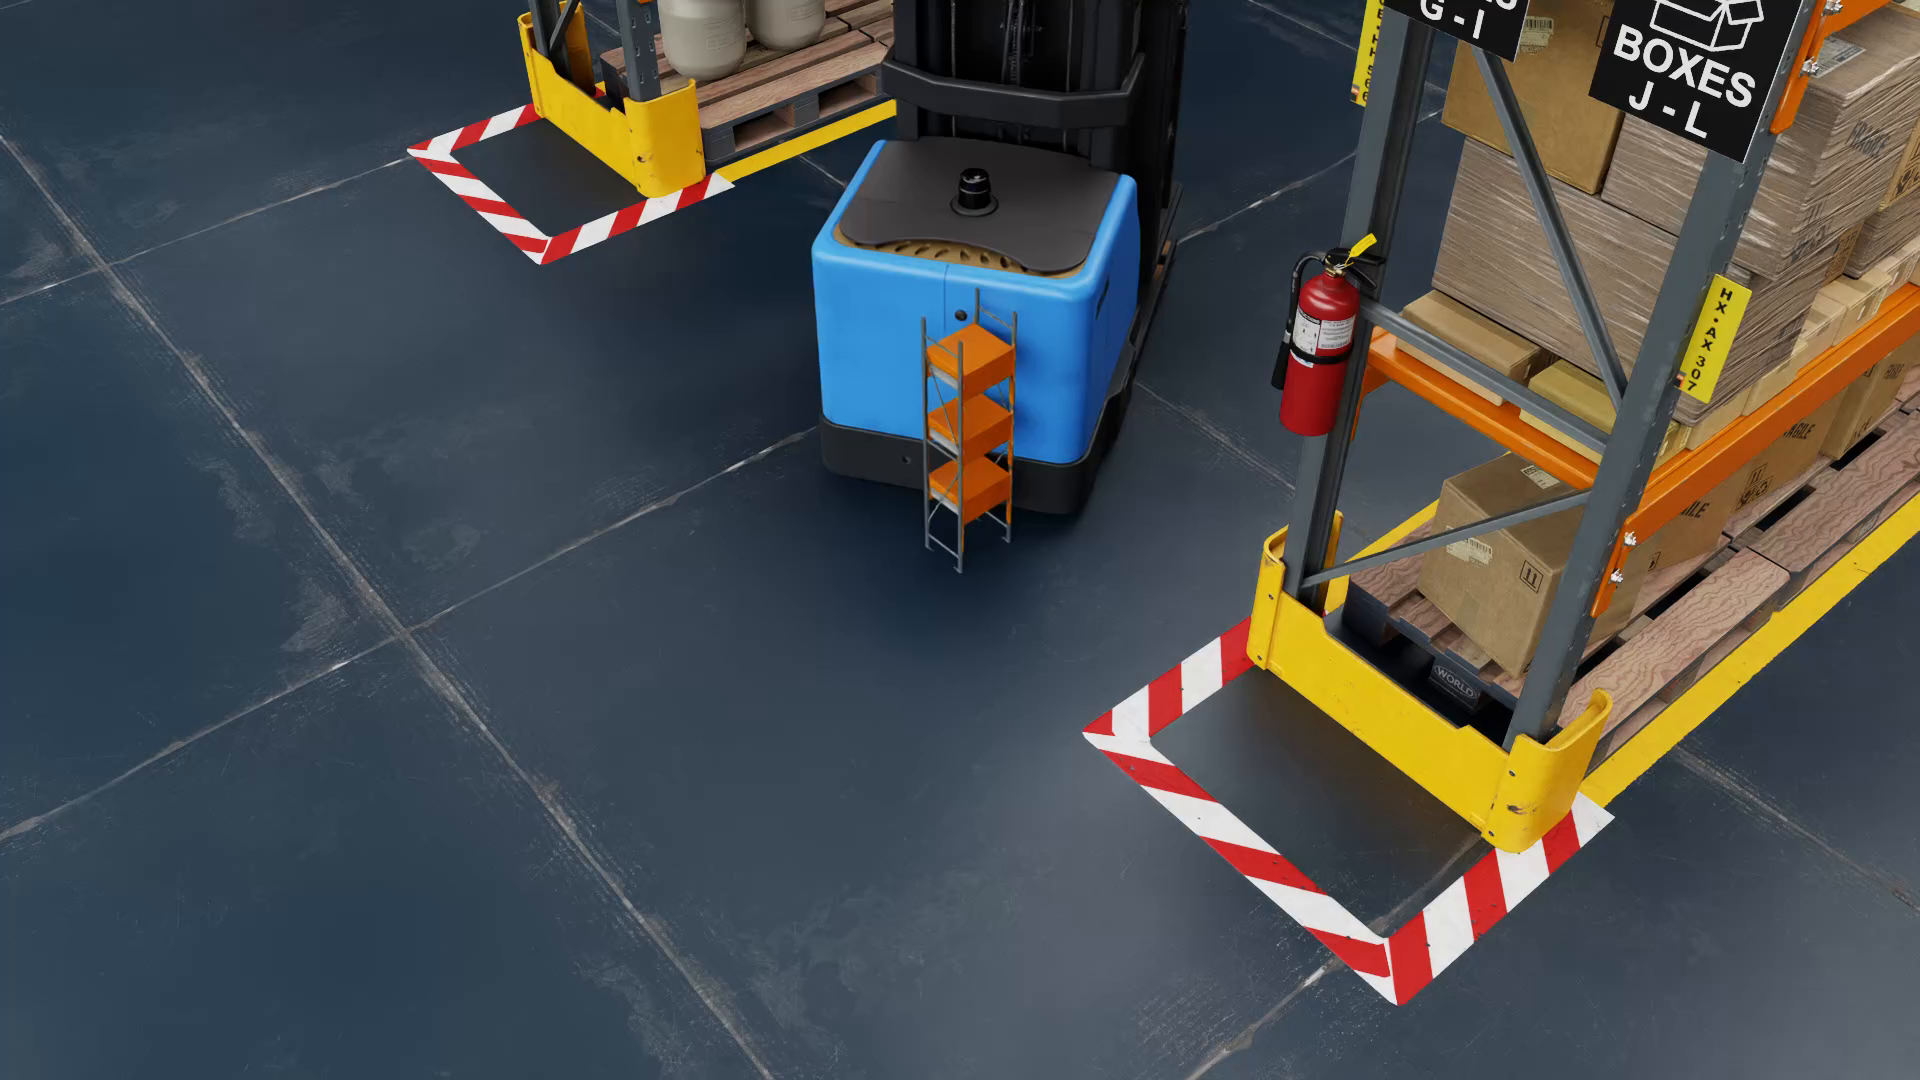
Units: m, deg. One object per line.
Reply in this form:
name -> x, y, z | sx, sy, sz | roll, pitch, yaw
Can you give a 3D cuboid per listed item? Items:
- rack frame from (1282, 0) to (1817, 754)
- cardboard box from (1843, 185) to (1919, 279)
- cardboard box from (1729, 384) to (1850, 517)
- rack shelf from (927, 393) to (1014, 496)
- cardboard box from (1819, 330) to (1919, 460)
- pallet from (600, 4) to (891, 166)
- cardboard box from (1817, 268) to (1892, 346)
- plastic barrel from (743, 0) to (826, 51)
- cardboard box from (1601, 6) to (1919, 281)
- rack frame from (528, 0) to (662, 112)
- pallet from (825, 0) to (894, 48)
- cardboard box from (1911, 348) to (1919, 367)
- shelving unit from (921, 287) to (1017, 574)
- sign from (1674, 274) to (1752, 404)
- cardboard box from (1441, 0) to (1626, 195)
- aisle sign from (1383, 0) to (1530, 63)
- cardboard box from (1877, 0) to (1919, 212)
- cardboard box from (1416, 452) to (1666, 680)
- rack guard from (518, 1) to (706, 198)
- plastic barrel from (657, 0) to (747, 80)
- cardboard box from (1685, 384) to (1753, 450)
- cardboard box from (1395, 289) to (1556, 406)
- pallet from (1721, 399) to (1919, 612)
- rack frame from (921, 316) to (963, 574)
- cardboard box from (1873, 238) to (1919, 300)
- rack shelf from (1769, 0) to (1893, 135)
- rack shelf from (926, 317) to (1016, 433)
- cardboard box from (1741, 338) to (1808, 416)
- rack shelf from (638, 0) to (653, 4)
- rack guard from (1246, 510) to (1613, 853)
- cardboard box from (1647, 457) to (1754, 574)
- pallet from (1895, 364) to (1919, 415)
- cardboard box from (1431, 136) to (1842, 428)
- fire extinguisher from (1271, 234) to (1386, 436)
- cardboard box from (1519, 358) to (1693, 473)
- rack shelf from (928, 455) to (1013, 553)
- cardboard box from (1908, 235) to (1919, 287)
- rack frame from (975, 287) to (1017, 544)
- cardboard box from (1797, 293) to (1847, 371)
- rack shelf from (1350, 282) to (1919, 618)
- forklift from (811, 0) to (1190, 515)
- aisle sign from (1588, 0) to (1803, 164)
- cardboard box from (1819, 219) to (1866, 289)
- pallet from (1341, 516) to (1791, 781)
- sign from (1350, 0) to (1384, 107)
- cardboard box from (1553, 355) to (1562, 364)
rack frame -> 1.426, -0.443, 4.531 | 0.127, 3.000, 1.000 | -30, 51, -28
cardboard box -> 2.583, -1.294, 5.147 | 0.500, 0.500, 0.875 | -30, 51, -28
cardboard box -> 2.844, -0.496, 6.106 | 0.500, 0.500, 0.500 | -25, 49, -24
rack shelf -> 0.030, -0.357, 5.878 | 0.240, 0.259, 0.215 | -32, 52, -29
cardboard box -> 3.301, -0.718, 6.342 | 0.500, 0.500, 0.500 | 34, 53, 31
pallet -> -1.097, -2.439, 8.693 | 1.213, 0.211, 1.003 | -30, 51, -28
cardboard box -> 2.578, -0.780, 5.073 | 0.250, 0.149, 0.380 | -30, 51, -28
plastic barrel -> -0.912, -2.839, 8.593 | 0.421, 0.512, 0.421 | 0, 43, 0
cardboard box -> 2.023, -1.051, 4.157 | 0.500, 0.500, 0.500 | -30, 51, -28
rack frame -> -1.752, -3.044, 7.300 | 0.127, 3.000, 1.000 | -30, 51, -28
pallet -> -0.162, -2.972, 9.261 | 1.213, 0.211, 1.003 | -30, 51, -28
cardboard box -> 3.727, -1.032, 6.676 | 0.500, 0.500, 0.500 | -15, 45, -16
shelving unit -> 0.030, -0.364, 5.871 | 0.252, 1.050, 0.215 | -32, 52, -29
sign -> 1.774, -0.474, 3.931 | 0.005, 0.325, 0.100 | -30, 51, -28
cardboard box -> 1.689, -1.324, 4.448 | 0.500, 0.500, 0.500 | -30, 51, -28
aisle sign -> 1.186, -1.521, 3.779 | 0.004, 0.787, 0.394 | -30, 51, -28
cardboard box -> 2.411, -1.267, 4.387 | 0.500, 0.500, 0.500 | -30, 51, -28
cardboard box -> 1.916, 0.050, 5.525 | 0.500, 0.500, 0.500 | -21, 47, -21
rack guard -> -1.724, -2.191, 8.217 | 0.348, 0.500, 1.175 | -30, 51, -28
plastic barrel -> -1.296, -2.619, 8.358 | 0.421, 0.512, 0.421 | 0, 43, 0
cardboard box -> 2.001, -0.451, 4.723 | 0.250, 0.149, 0.380 | -30, 51, -28
cardboard box -> 1.512, -0.585, 4.865 | 0.250, 0.149, 0.380 | -30, 51, -28
pallet -> 3.065, -0.331, 6.448 | 1.213, 0.211, 1.003 | -30, 51, -28
rack frame -> -0.060, -0.308, 5.811 | 0.008, 1.050, 0.200 | -32, 52, -29
cardboard box -> 2.752, -0.904, 5.205 | 0.250, 0.149, 0.380 | -30, 51, -28
rack shelf -> 2.960, -2.153, 4.685 | 4.000, 0.370, 1.077 | -30, 51, -28
rack shelf -> 0.030, -0.564, 5.684 | 0.240, 0.259, 0.215 | -32, 52, -29
cardboard box -> 2.203, -0.553, 4.831 | 0.250, 0.149, 0.380 | -30, 51, -28
rack shelf -> -0.218, -3.660, 8.481 | 4.000, 0.370, 1.077 | -30, 51, -28
rack guard -> 1.484, 0.435, 5.422 | 0.348, 0.500, 1.175 | -30, 51, -28
cardboard box -> 2.352, -0.231, 5.824 | 0.500, 0.500, 0.500 | -17, 46, -18
pallet -> 4.001, -0.870, 7.022 | 1.213, 0.211, 1.003 | -30, 51, -28
cardboard box -> 1.865, -0.815, 4.636 | 0.500, 0.500, 0.875 | -30, 51, -28
fire extinguisher -> 1.042, -0.606, 4.761 | 0.183, 0.674, 0.296 | -30, 51, -28
cardboard box -> 1.797, -0.351, 4.617 | 0.250, 0.149, 0.380 | -30, 51, -28
rack shelf -> 0.030, -0.154, 6.069 | 0.240, 0.259, 0.215 | -32, 52, -29
cardboard box -> 3.010, -0.959, 5.264 | 0.250, 0.149, 0.380 | -30, 51, -28
rack frame -> 0.120, -0.421, 5.931 | 0.008, 1.050, 0.200 | -32, 52, -29
cardboard box -> 2.381, -0.674, 4.960 | 0.250, 0.149, 0.380 | -30, 51, -28
rack shelf -> 2.960, -1.059, 5.712 | 4.000, 0.370, 1.077 | -30, 51, -28
forklift -> 0.350, -2.189, 6.439 | 1.130, 2.935, 3.031 | 11, 44, 11
aisle sign -> 1.571, -1.206, 3.444 | 0.004, 0.787, 0.394 | -30, 51, -28
cardboard box -> 2.172, -1.098, 4.937 | 0.500, 0.500, 0.875 | -30, 51, -28
pallet -> 2.130, 0.202, 5.881 | 1.213, 0.211, 1.003 | -30, 51, -28
sign -> 1.085, -1.280, 4.346 | 0.005, 0.325, 0.100 | -30, 51, -28
cardboard box -> 1.704, -0.694, 4.982 | 0.250, 0.149, 0.380 | -30, 51, -28
